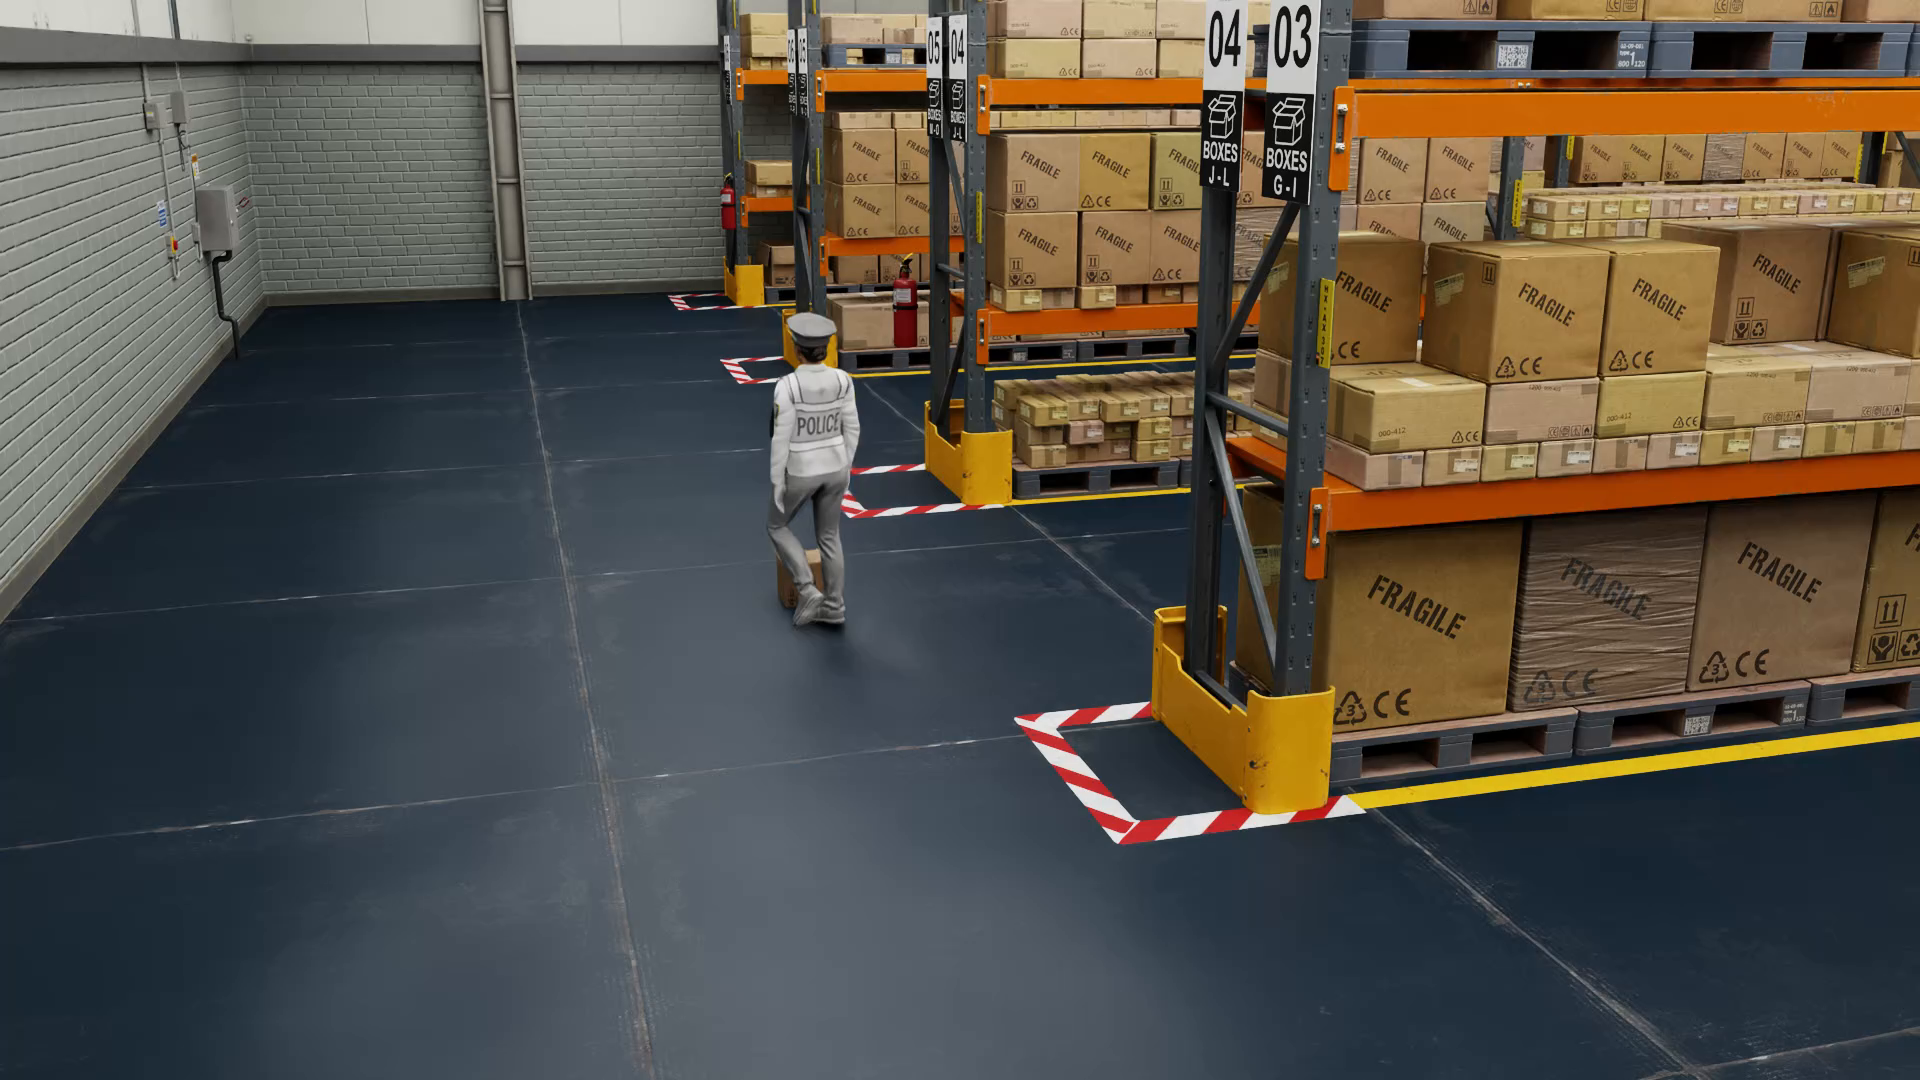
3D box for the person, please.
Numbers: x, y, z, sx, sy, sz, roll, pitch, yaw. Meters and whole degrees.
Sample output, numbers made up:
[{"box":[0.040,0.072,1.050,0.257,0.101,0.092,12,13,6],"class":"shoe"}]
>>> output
[{"box":[-0.780,-0.346,8.640,0.516,1.685,0.481,-9,18,-29],"class":"person"}]
